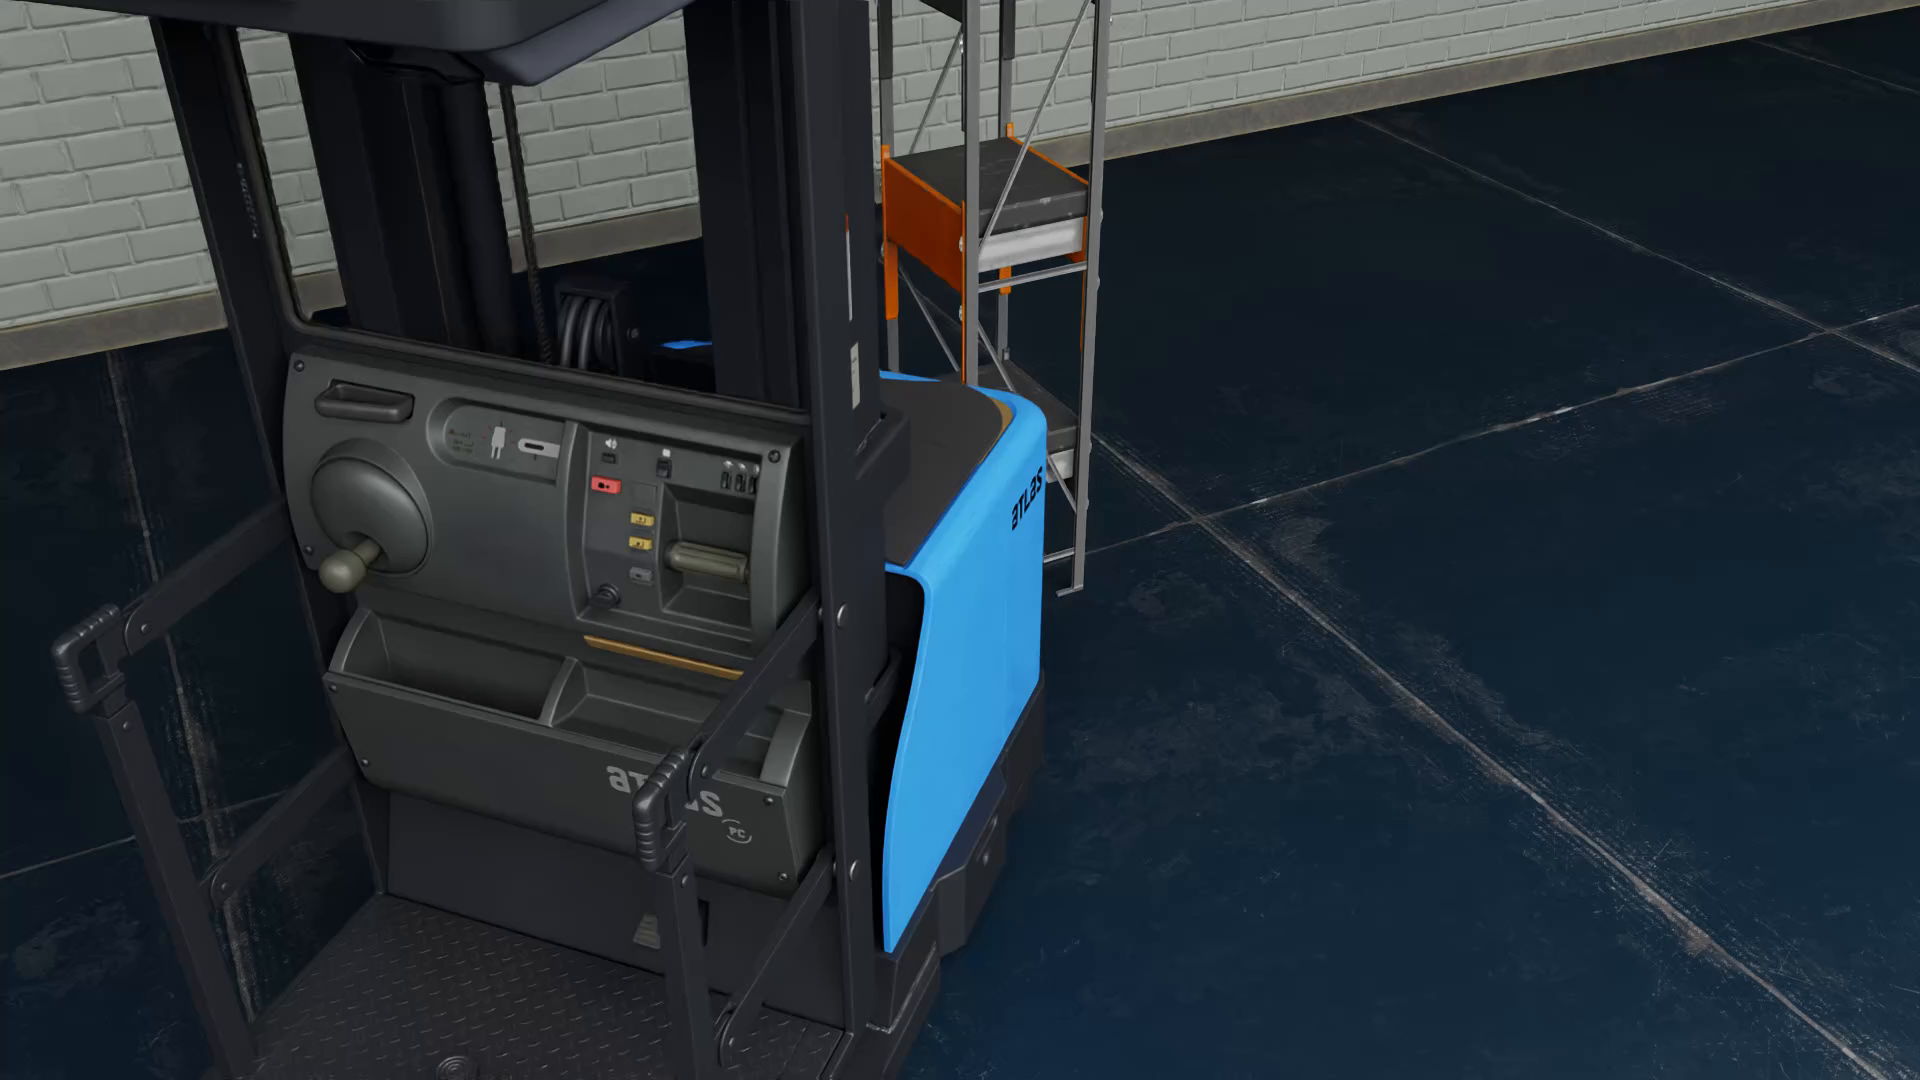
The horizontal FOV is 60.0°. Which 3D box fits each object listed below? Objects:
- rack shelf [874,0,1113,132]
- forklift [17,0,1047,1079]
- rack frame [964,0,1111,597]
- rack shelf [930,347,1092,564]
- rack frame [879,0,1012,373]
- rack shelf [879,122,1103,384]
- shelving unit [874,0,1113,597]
[{"bbox_3d":[0.077,-1.383,4.190,0.431,0.518,0.480,-16,36,-23],"label":"rack shelf"},{"bbox_3d":[-0.776,-0.001,2.535,1.130,2.935,3.031,11,34,17],"label":"forklift"},{"bbox_3d":[0.191,-0.689,4.379,0.400,2.100,0.015,-16,36,-23],"label":"rack frame"},{"bbox_3d":[0.077,-0.204,4.945,0.431,0.518,0.480,-16,36,-23],"label":"rack shelf"},{"bbox_3d":[-0.037,-0.922,4.742,0.400,2.100,0.015,-16,36,-23],"label":"rack frame"},{"bbox_3d":[0.077,-0.794,4.568,0.431,0.518,0.480,-16,36,-23],"label":"rack shelf"},{"bbox_3d":[0.077,-0.805,4.560,0.431,2.100,0.503,-16,36,-23],"label":"shelving unit"}]
